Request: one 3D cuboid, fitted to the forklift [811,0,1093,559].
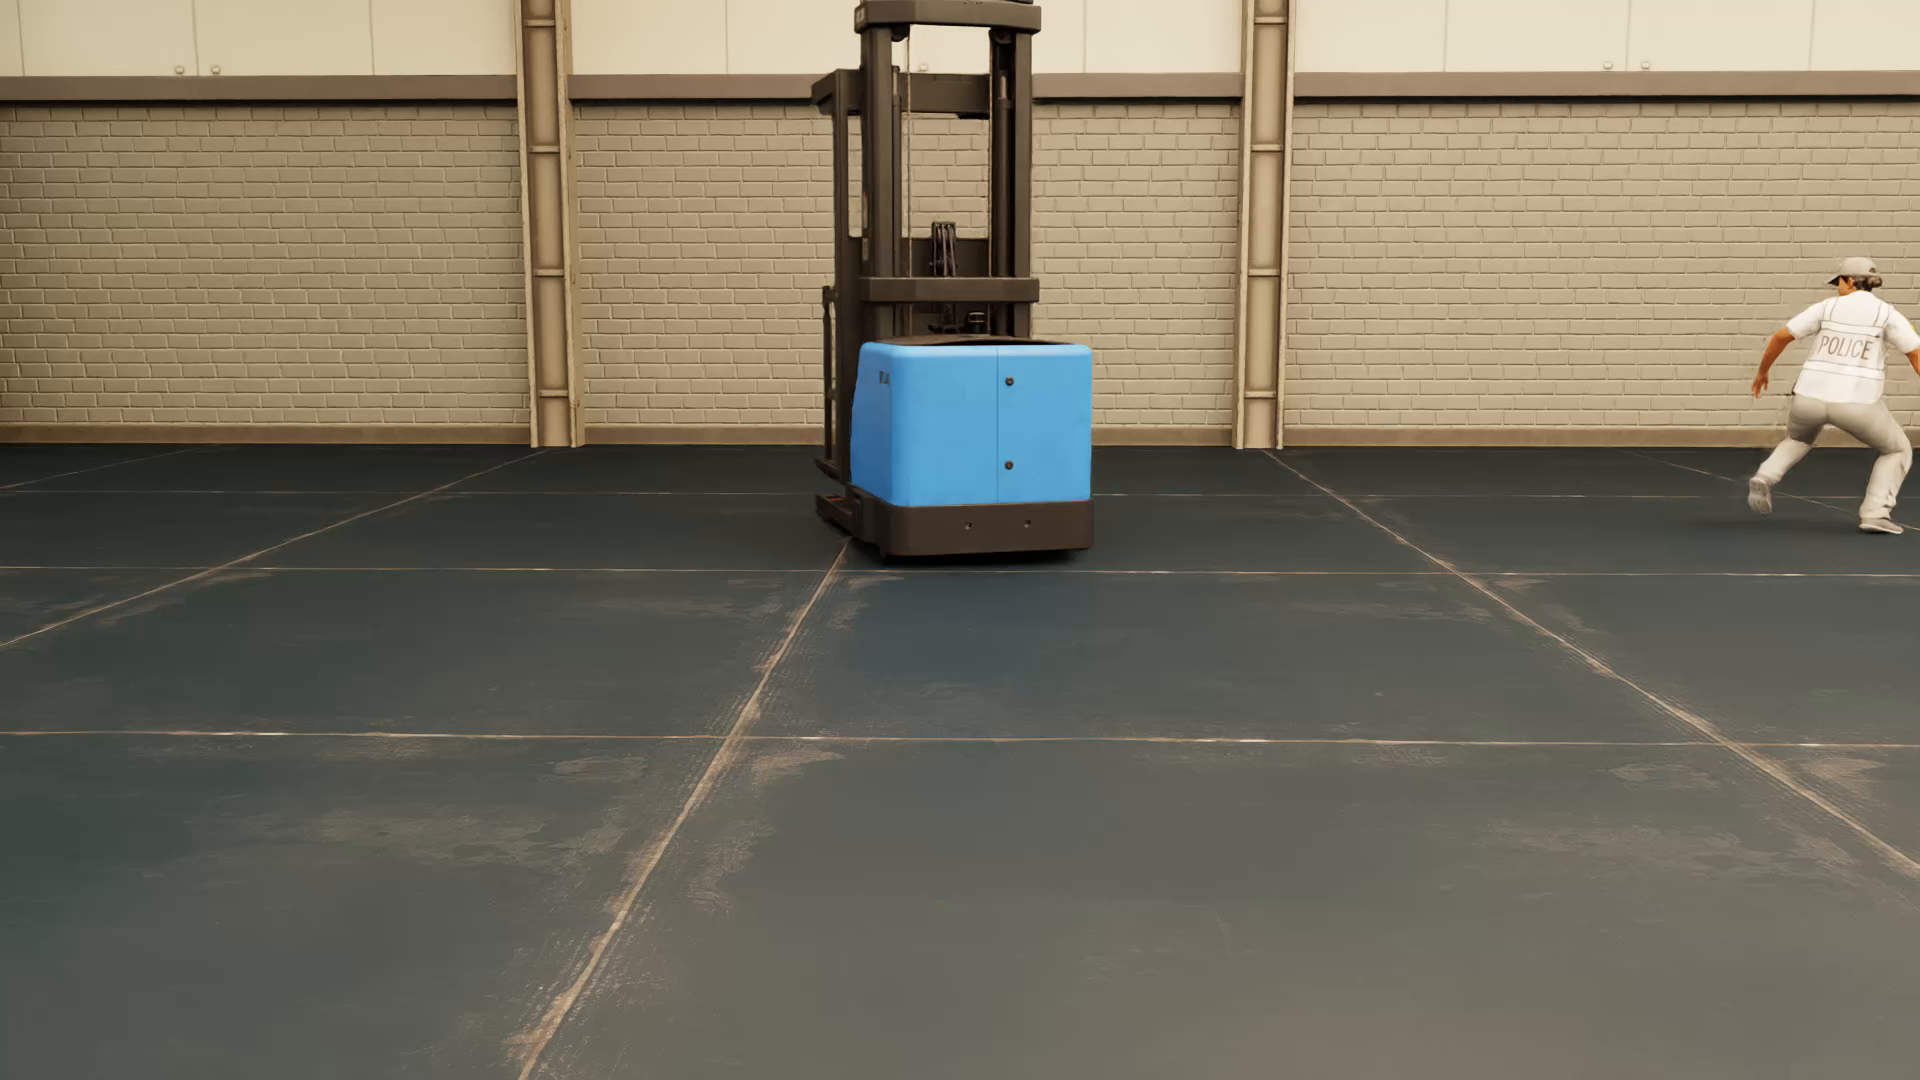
[{"bbox_3d":[-0.216,-1.538,9.363,1.130,2.935,3.031,-2,9,-15],"label":"forklift"}]

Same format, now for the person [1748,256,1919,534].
[{"bbox_3d":[4.956,-0.805,9.292,0.959,1.541,0.518,8,12,43],"label":"person"}]
